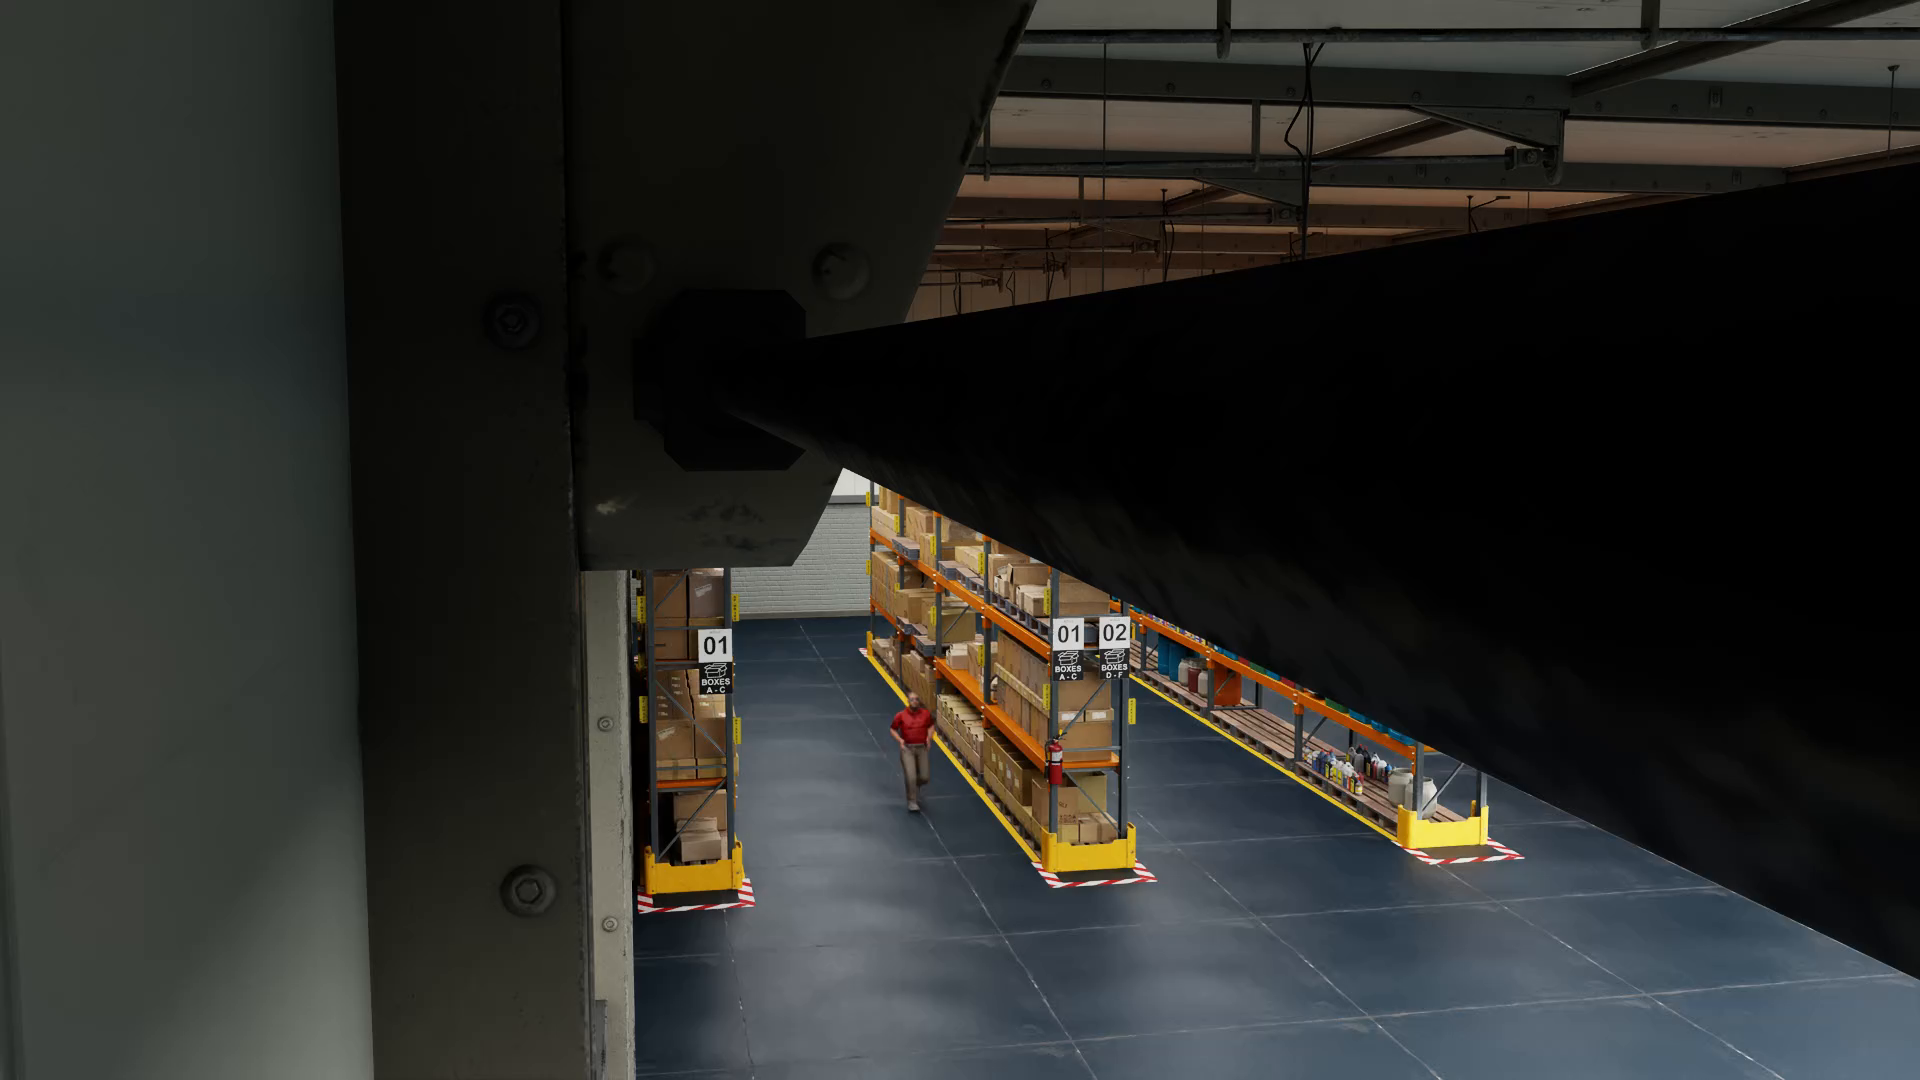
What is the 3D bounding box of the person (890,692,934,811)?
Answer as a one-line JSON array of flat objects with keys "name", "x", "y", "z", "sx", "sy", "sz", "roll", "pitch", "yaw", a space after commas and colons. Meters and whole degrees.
[{"name": "person", "x": -0.664, "y": 3.011, "z": 23.818, "sx": 0.661, "sy": 1.673, "sz": 0.605, "roll": -1, "pitch": 6, "yaw": -13}]
